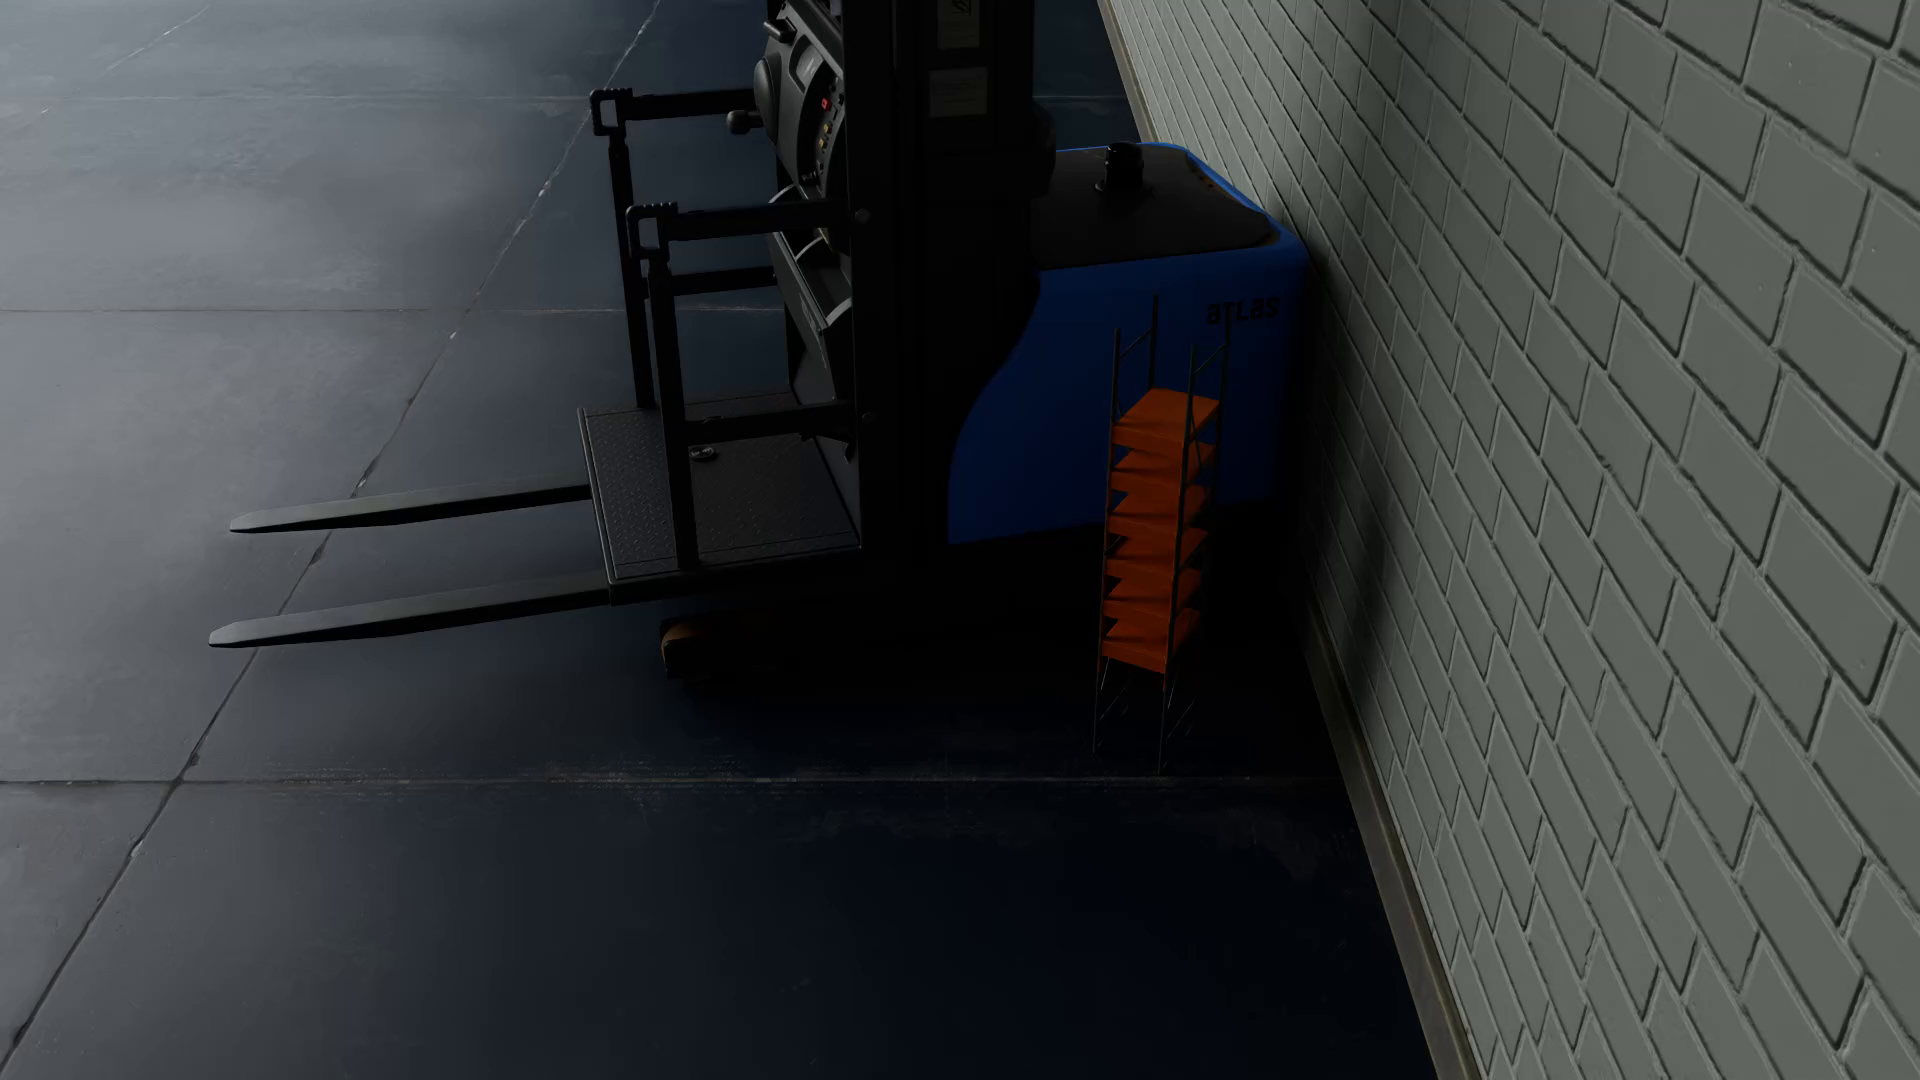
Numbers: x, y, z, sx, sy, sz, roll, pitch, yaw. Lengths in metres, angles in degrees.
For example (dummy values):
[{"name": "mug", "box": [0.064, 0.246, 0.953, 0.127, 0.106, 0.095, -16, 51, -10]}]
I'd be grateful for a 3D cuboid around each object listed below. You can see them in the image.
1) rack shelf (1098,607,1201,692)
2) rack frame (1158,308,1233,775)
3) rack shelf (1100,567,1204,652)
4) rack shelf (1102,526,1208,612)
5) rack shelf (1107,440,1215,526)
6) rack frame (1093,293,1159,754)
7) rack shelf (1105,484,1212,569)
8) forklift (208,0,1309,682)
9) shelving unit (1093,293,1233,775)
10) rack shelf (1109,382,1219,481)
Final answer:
[{"name": "rack shelf", "box": [0.486, 0.255, 4.221, 0.180, 0.103, 0.258, 16, 35, 24]}, {"name": "rack frame", "box": [0.566, 0.035, 4.036, 0.006, 1.200, 0.240, 16, 35, 24]}, {"name": "rack shelf", "box": [0.486, 0.152, 4.159, 0.180, 0.103, 0.258, 16, 35, 24]}, {"name": "rack shelf", "box": [0.486, 0.050, 4.097, 0.180, 0.103, 0.258, 16, 35, 24]}, {"name": "rack shelf", "box": [0.486, -0.155, 3.972, 0.180, 0.103, 0.258, 16, 35, 24]}, {"name": "rack frame", "box": [0.406, -0.011, 4.111, 0.006, 1.200, 0.240, 16, 35, 24]}, {"name": "rack shelf", "box": [0.486, -0.053, 4.035, 0.180, 0.103, 0.258, 16, 35, 24]}, {"name": "forklift", "box": [-0.606, -1.165, 4.345, 3.031, 2.935, 1.130, -8, 32, -13]}, {"name": "shelving unit", "box": [0.486, 0.012, 4.074, 0.189, 1.200, 0.258, 16, 35, 24]}, {"name": "rack shelf", "box": [0.486, -0.258, 3.910, 0.180, 0.103, 0.258, 16, 35, 24]}]
